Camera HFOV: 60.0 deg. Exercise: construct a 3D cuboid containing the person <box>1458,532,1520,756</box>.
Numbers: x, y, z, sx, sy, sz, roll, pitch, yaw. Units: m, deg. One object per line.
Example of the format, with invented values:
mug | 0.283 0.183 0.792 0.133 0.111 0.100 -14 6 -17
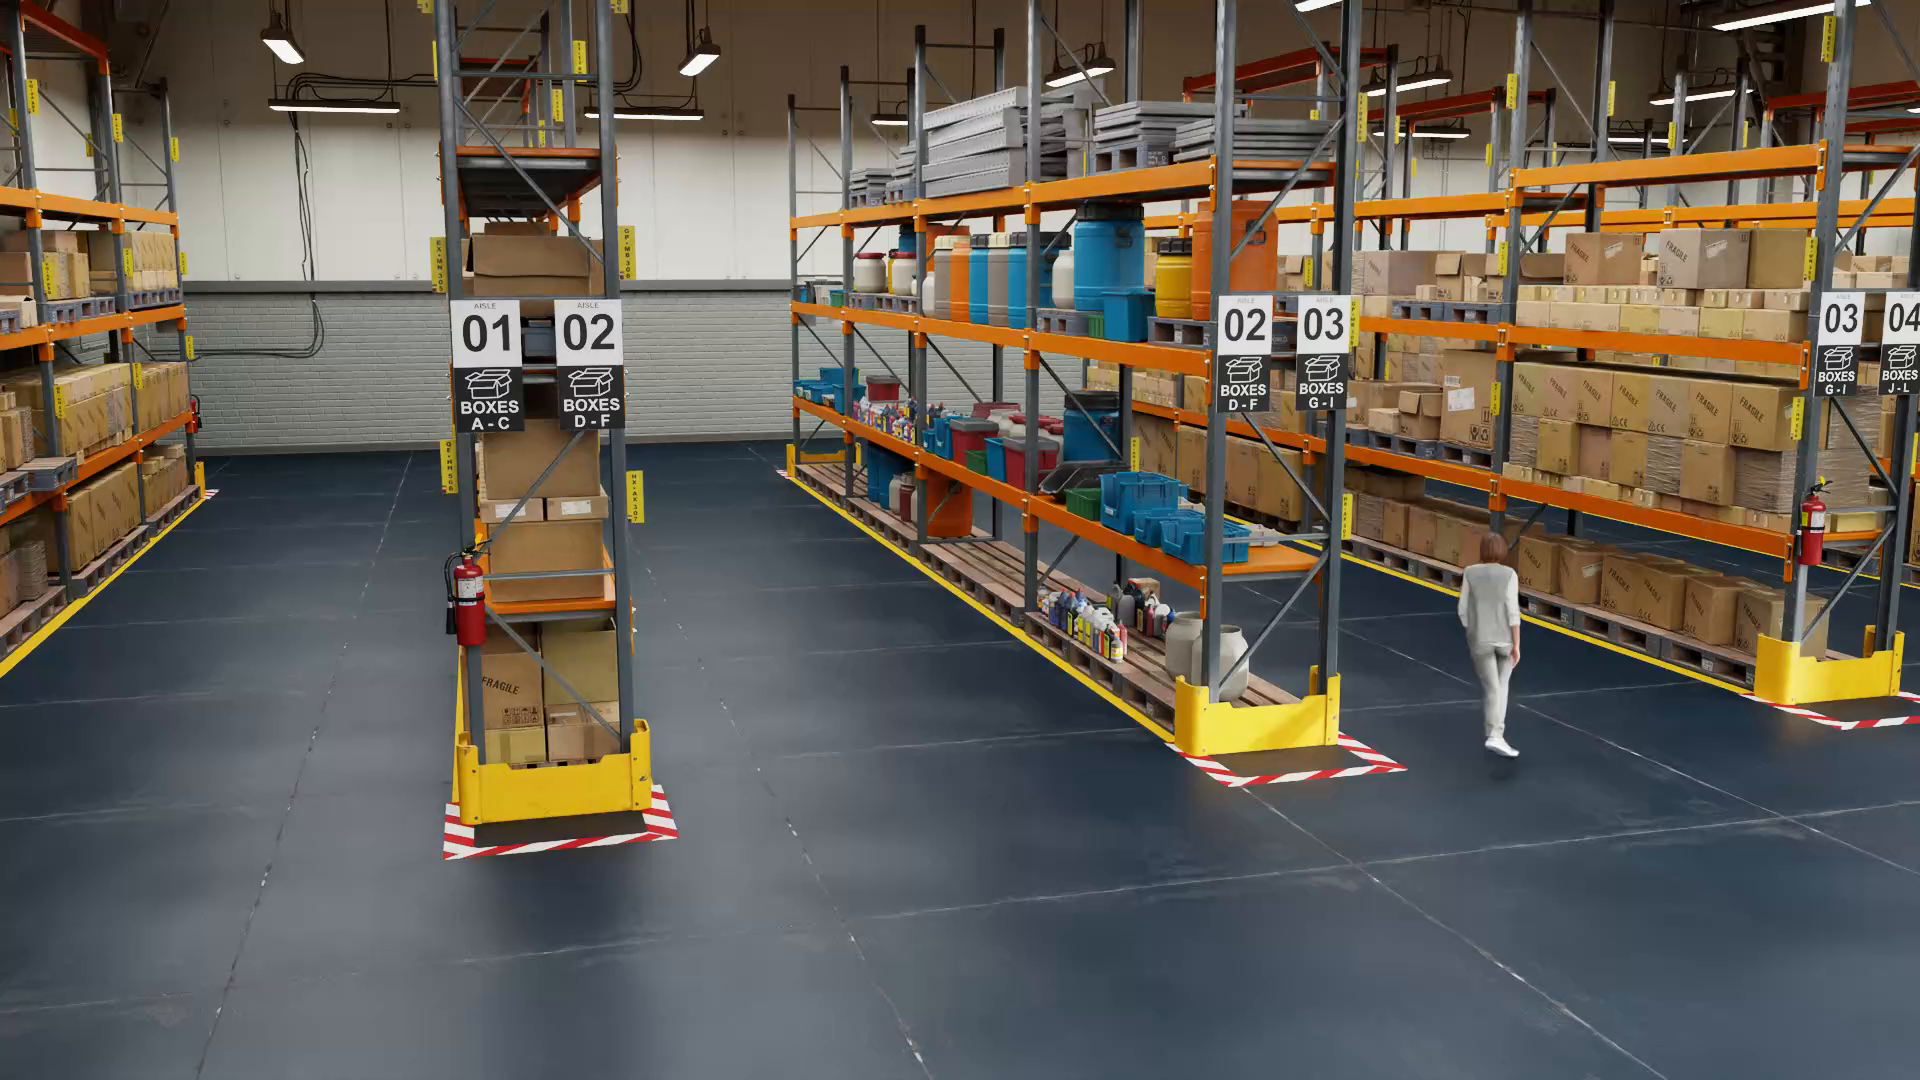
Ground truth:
person | 3.691 0.727 11.583 0.460 1.546 0.840 3 10 19
